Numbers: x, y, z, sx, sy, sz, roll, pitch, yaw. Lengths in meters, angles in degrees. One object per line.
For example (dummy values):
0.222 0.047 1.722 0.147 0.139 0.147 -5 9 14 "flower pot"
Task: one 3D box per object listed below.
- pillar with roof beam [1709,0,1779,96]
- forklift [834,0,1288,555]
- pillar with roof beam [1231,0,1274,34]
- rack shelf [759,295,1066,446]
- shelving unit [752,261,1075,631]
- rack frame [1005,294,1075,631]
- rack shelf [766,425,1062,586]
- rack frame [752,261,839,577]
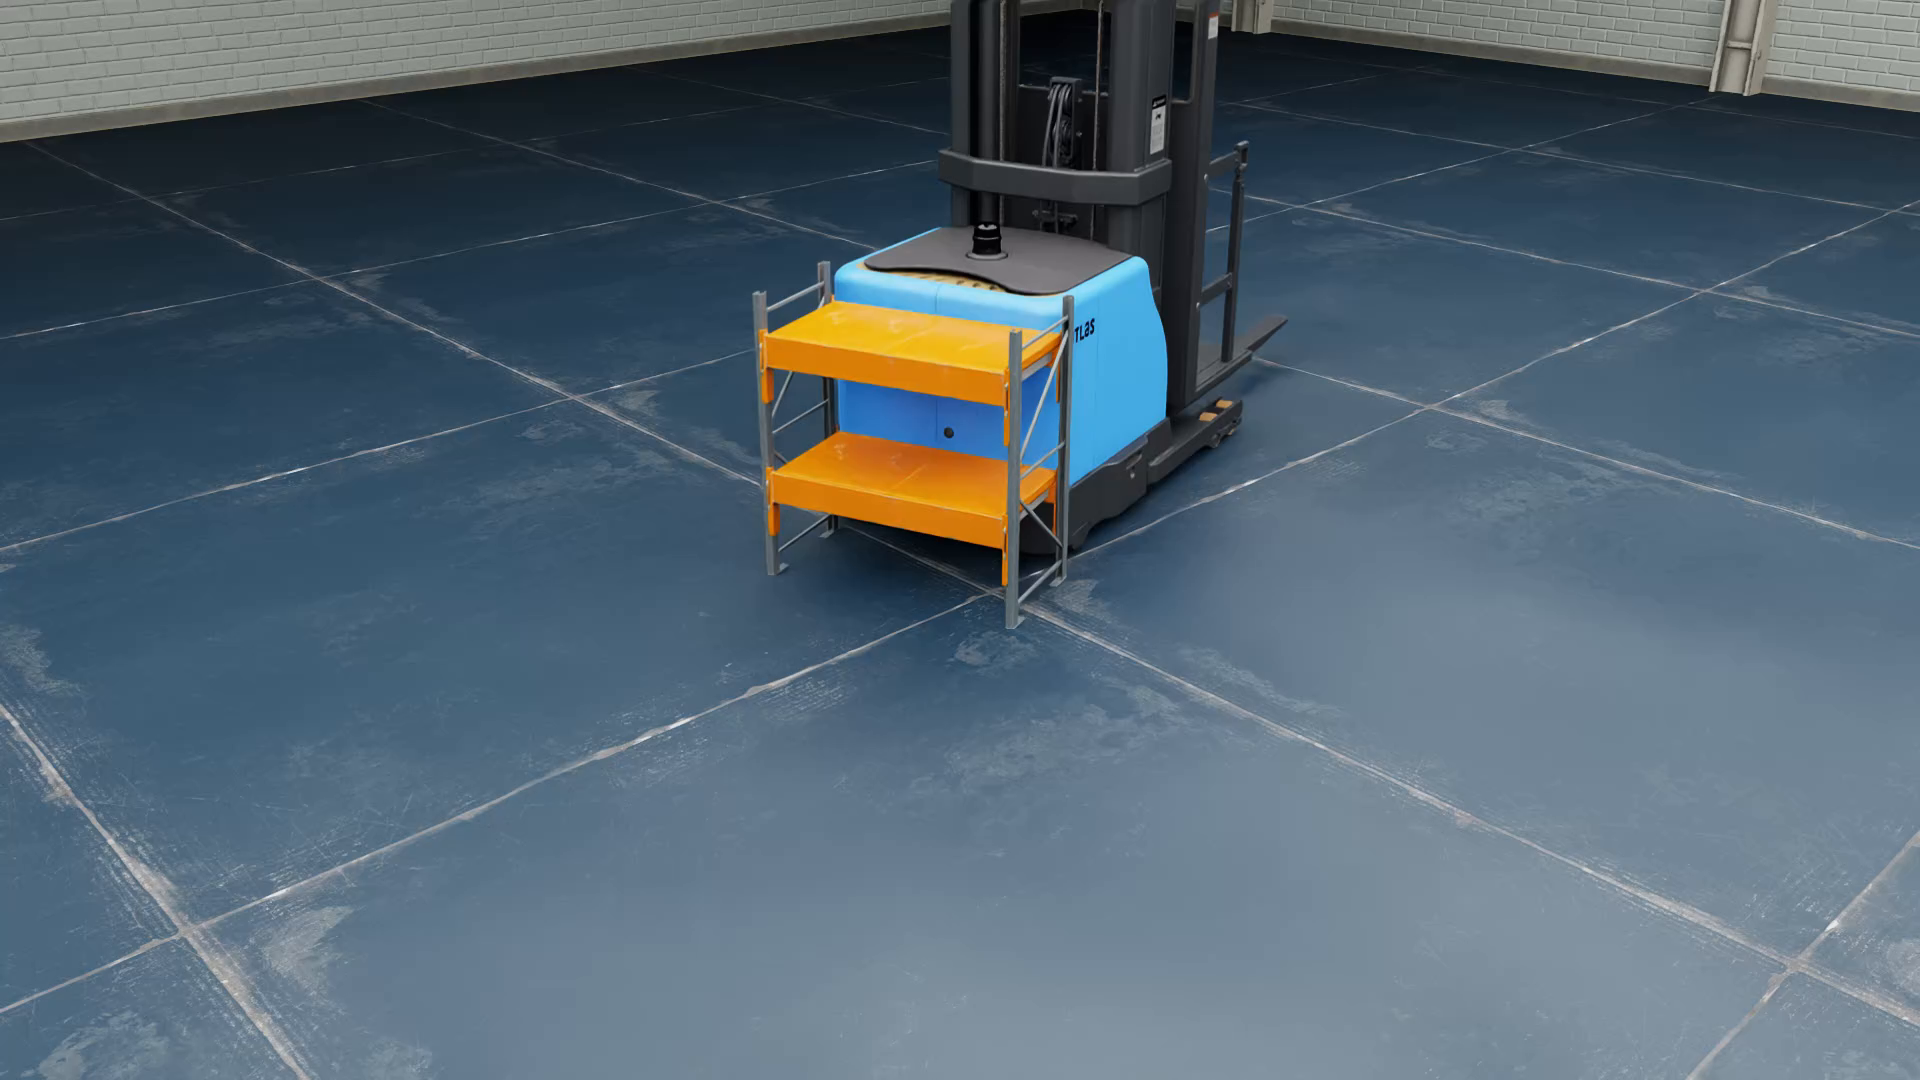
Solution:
4.548 -7.323 11.959 9.100 9.000 0.400 -21 32 -38 "pillar with roof beam"
0.676 -1.845 7.263 1.130 2.935 3.031 14 28 28 "forklift"
0.447 -9.140 15.944 9.100 9.000 0.400 -21 32 -38 "pillar with roof beam"
-0.167 -0.637 6.086 1.000 0.278 0.538 12 27 24 "rack shelf"
-0.167 -0.371 6.207 1.048 1.125 0.538 12 27 24 "shelving unit"
0.288 -0.277 6.002 0.032 1.125 0.500 12 27 24 "rack frame"
-0.167 -0.148 6.309 1.000 0.278 0.538 12 27 24 "rack shelf"
-0.623 -0.464 6.413 0.032 1.125 0.500 12 27 24 "rack frame"
